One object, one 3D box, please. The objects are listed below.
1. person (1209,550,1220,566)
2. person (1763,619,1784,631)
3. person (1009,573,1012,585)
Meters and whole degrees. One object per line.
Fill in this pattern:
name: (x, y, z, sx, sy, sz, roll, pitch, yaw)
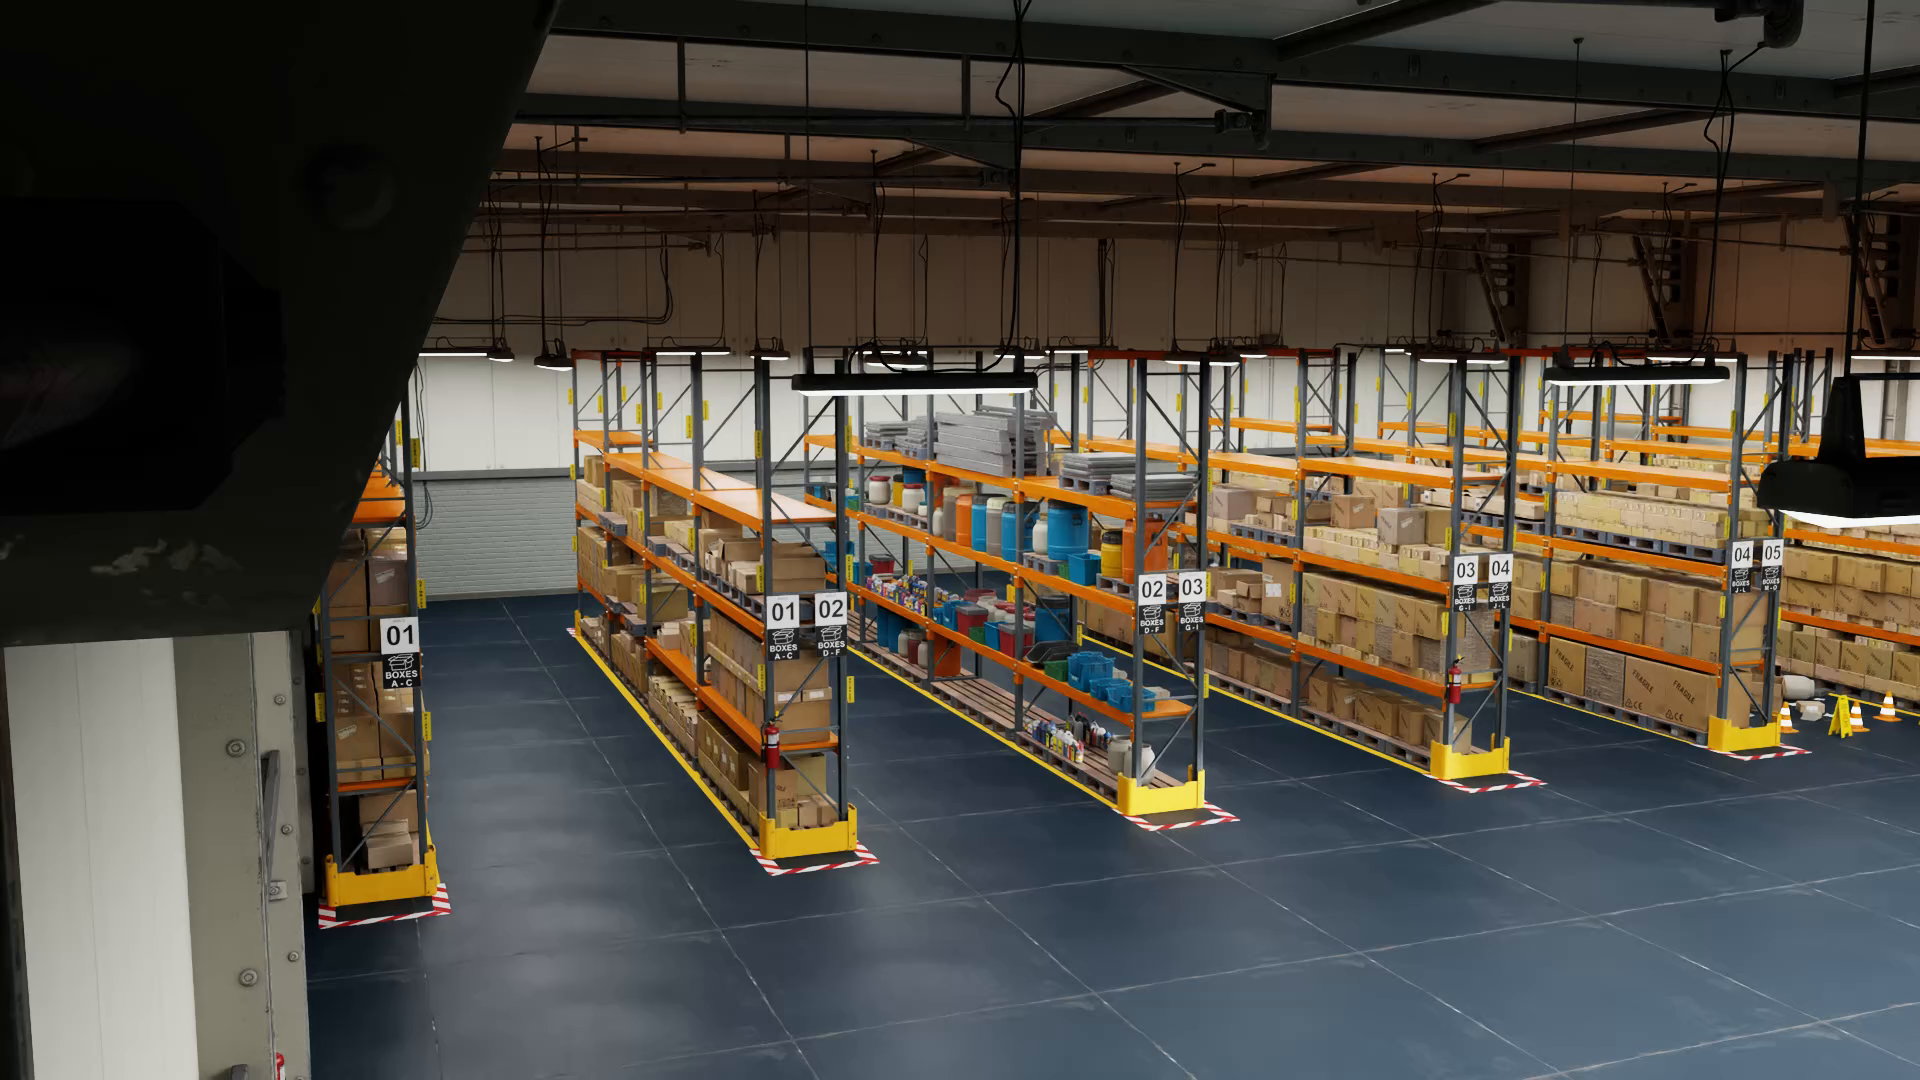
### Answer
person: (6.927, -0.090, 45.140, 0.454, 1.590, 0.450, -3, 8, -25)
person: (17.214, 1.155, 35.128, 0.474, 1.704, 0.526, -5, 9, -37)
person: (1.329, 0.243, 41.949, 0.559, 1.688, 1.108, 2, 7, 15)
